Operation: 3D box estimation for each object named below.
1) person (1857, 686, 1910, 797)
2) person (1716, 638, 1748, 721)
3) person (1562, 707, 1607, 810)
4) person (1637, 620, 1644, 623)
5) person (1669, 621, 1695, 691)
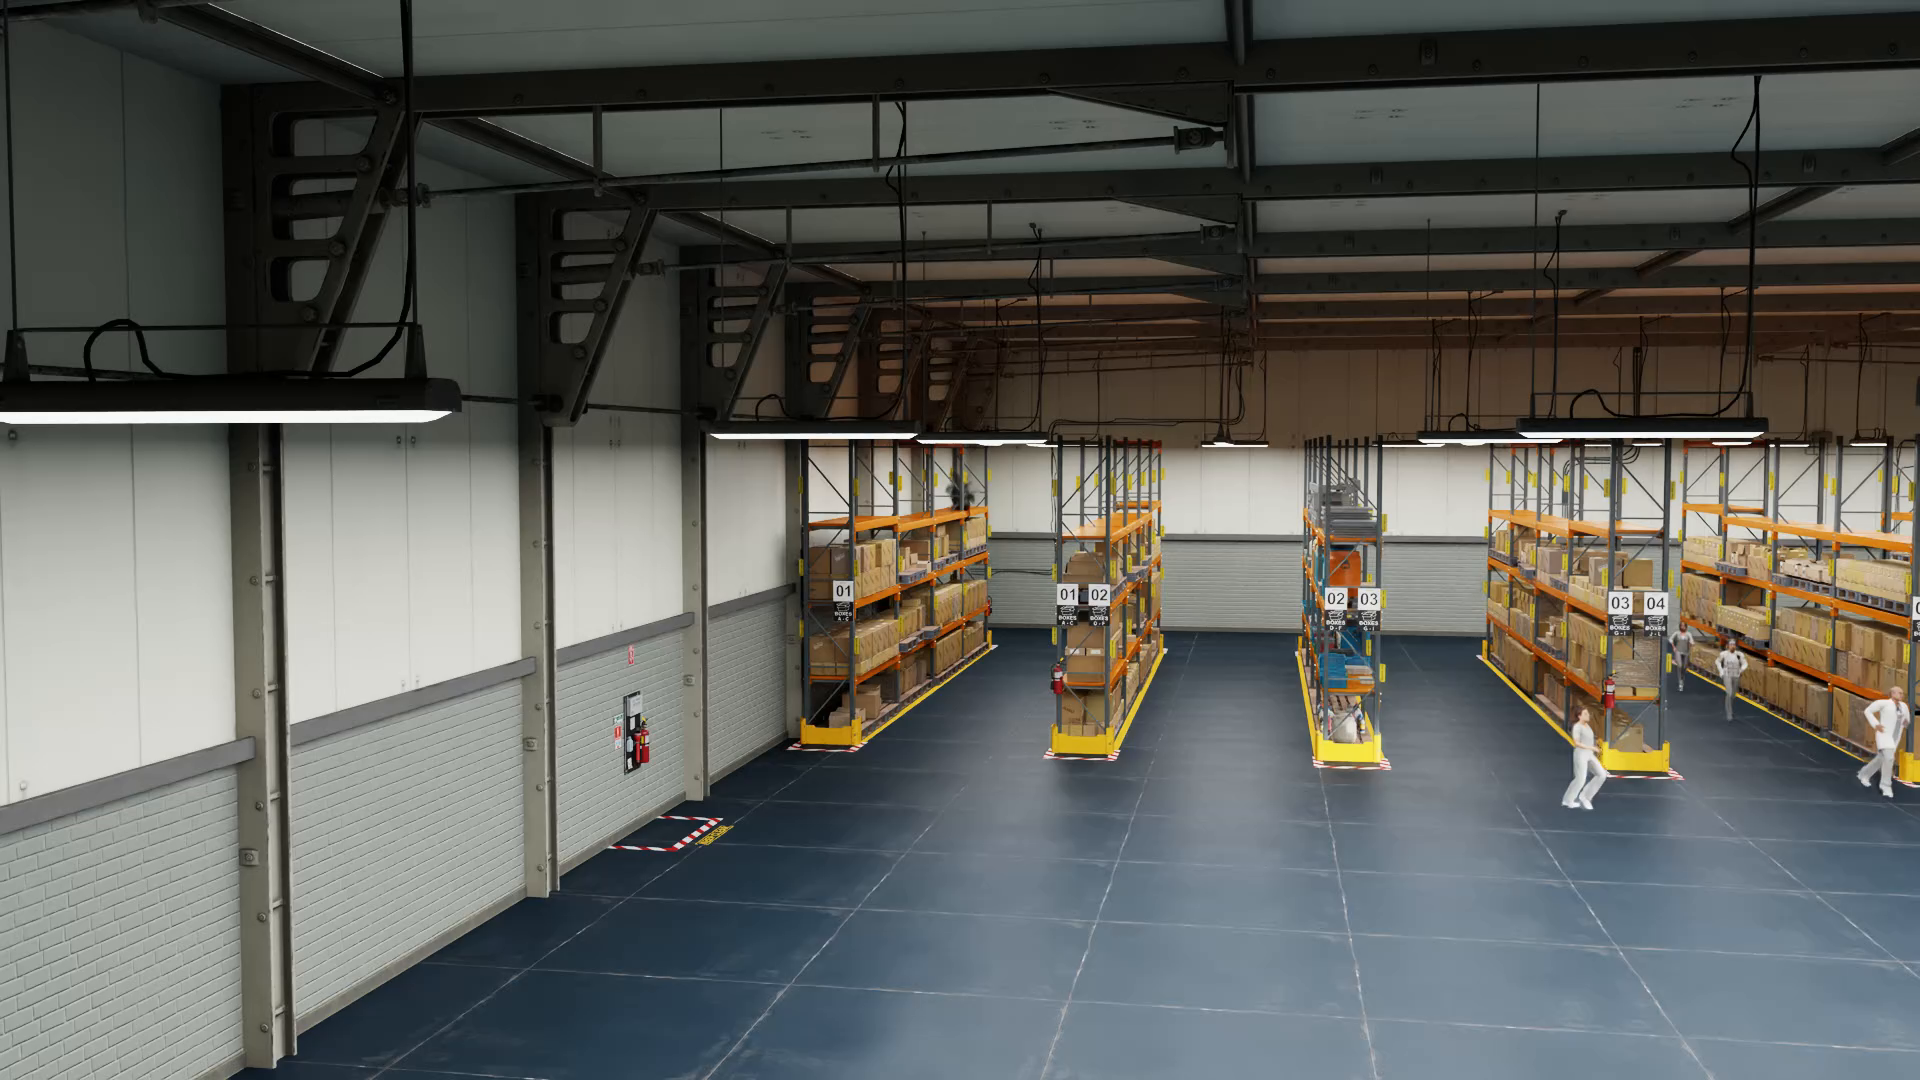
[{"bbox_3d":[15.600,3.350,27.974,0.767,1.797,0.893,-1,3,-18],"label":"person"},{"bbox_3d":[16.501,2.949,35.544,0.611,1.732,0.804,1,3,11],"label":"person"},{"bbox_3d":[9.912,3.473,26.431,0.556,1.643,0.652,-3,4,-42],"label":"person"},{"bbox_3d":[18.401,2.401,45.324,0.874,1.729,0.754,-1,3,-17],"label":"person"},{"bbox_3d":[17.296,2.764,39.826,0.530,1.607,0.717,1,3,14],"label":"person"}]
